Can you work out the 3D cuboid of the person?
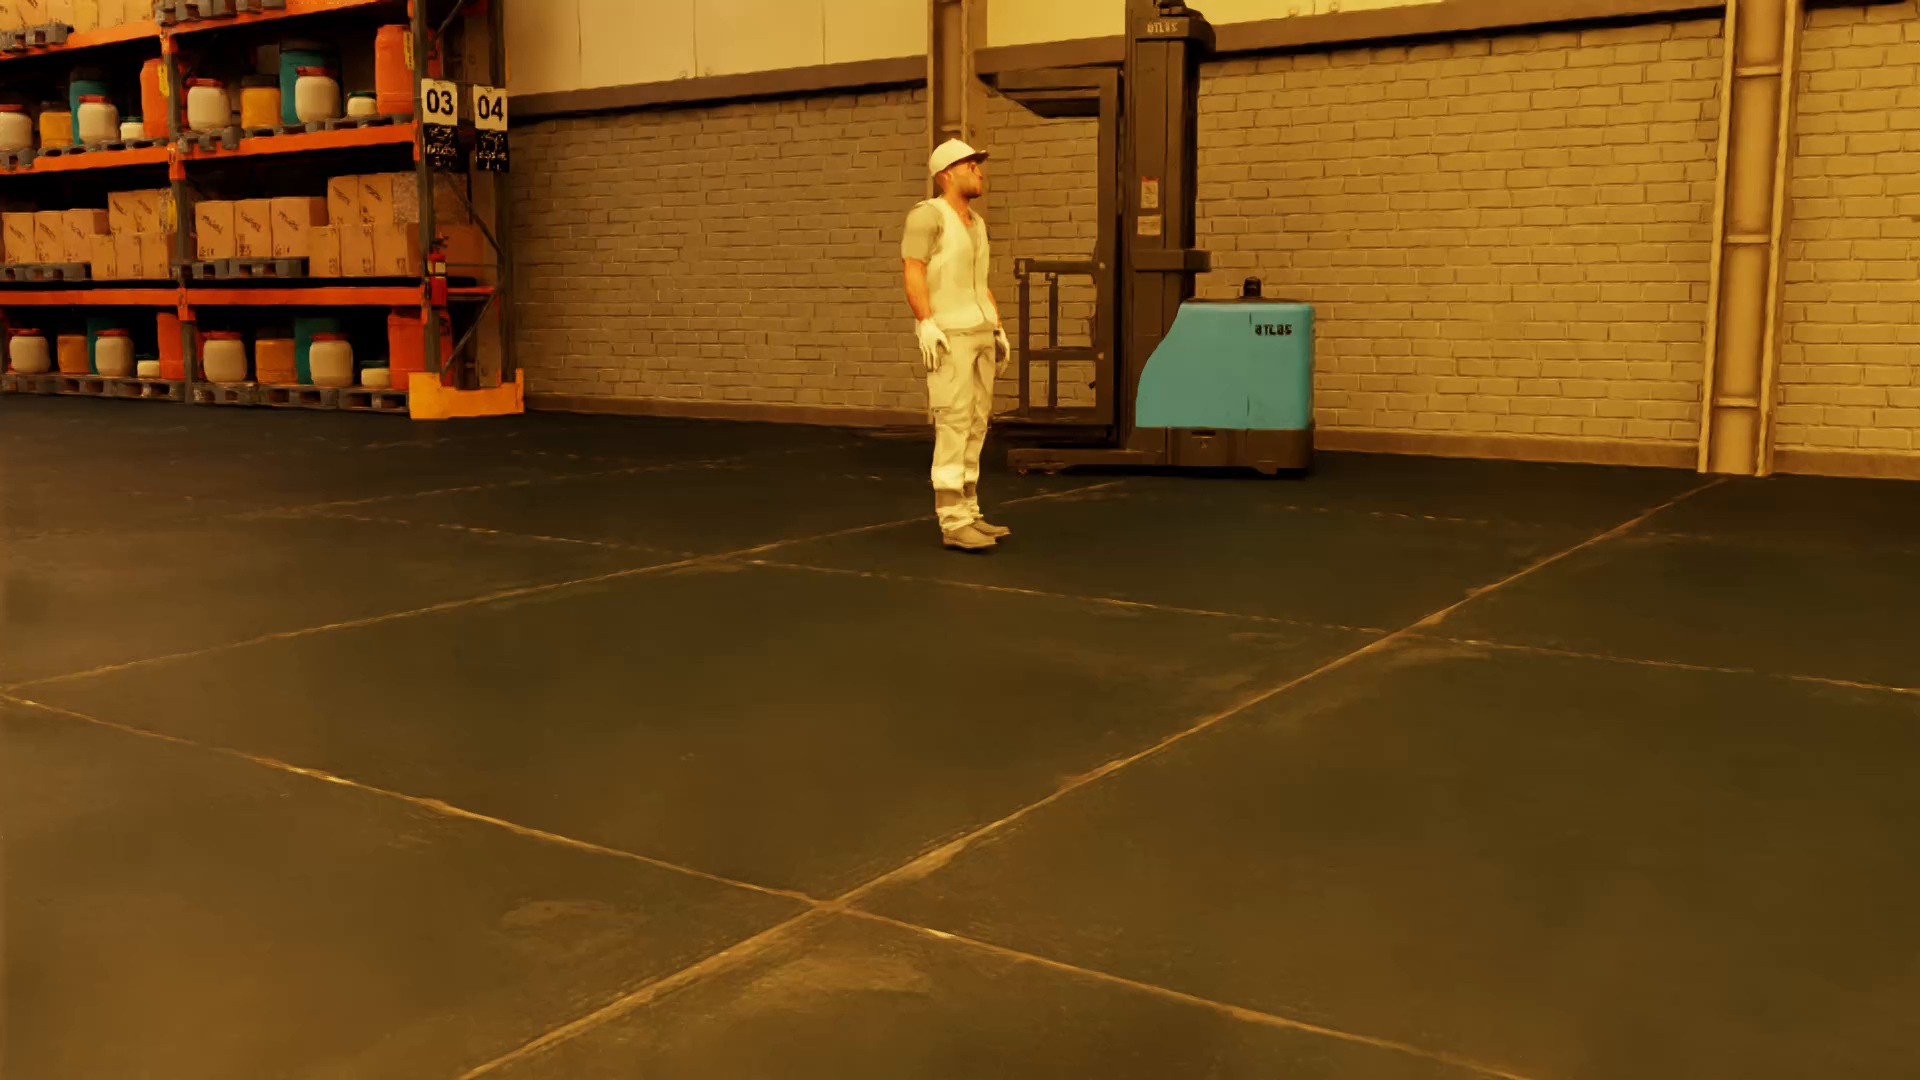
[{"bbox_3d":[0.059,-0.885,7.421,0.563,1.787,0.632,5,10,34],"label":"person"}]

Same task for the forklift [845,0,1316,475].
[{"bbox_3d":[0.782,-1.938,10.823,3.031,2.935,1.130,2,8,14],"label":"forklift"}]
